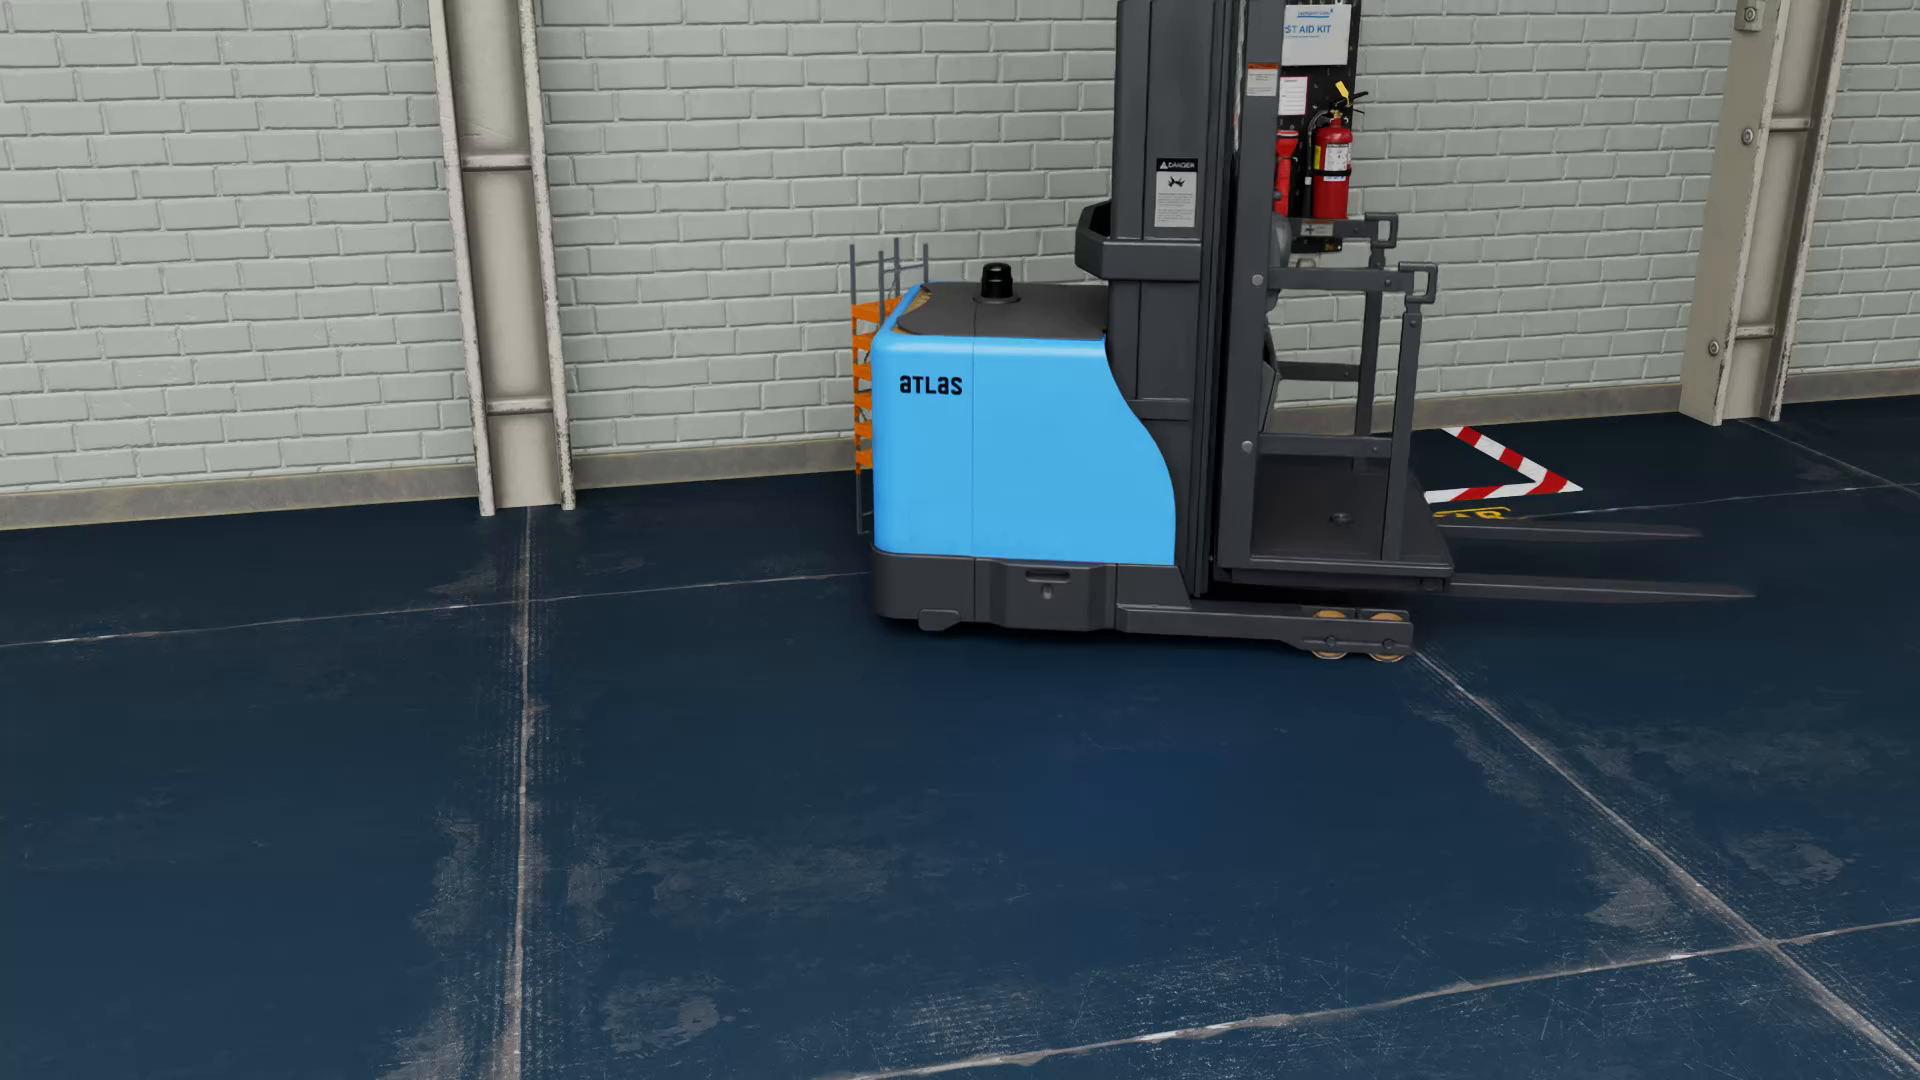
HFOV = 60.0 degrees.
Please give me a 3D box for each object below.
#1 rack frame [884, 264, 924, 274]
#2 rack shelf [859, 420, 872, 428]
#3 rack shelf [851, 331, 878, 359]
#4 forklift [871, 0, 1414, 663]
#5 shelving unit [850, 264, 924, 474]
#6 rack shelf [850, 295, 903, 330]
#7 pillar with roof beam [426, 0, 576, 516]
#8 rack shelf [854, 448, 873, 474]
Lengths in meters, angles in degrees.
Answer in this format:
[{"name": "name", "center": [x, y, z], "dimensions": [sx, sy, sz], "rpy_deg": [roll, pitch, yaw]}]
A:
[{"name": "rack frame", "center": [-0.216, -0.564, 6.606], "dimensions": [0.228, 1.046, 0.002], "rpy_deg": [-17, 26, -37]}, {"name": "rack shelf", "center": [-0.274, -0.459, 6.719], "dimensions": [0.221, 0.034, 0.171], "rpy_deg": [-17, 26, -37]}, {"name": "rack shelf", "center": [-0.275, -0.771, 6.604], "dimensions": [0.258, 0.103, 0.180], "rpy_deg": [-17, 26, -37]}, {"name": "forklift", "center": [1.240, -1.152, 5.698], "dimensions": [3.031, 2.935, 1.130], "rpy_deg": [2, 20, 7]}, {"name": "shelving unit", "center": [-0.273, -0.587, 6.671], "dimensions": [0.258, 1.046, 0.183], "rpy_deg": [-17, 26, -37]}, {"name": "rack shelf", "center": [-0.276, -0.884, 6.563], "dimensions": [0.258, 0.103, 0.180], "rpy_deg": [-17, 26, -37]}, {"name": "pillar with roof beam", "center": [-0.896, -2.954, 1.795], "dimensions": [0.400, 9.000, 9.100], "rpy_deg": [-5, 21, -12]}, {"name": "rack shelf", "center": [-0.273, -0.321, 6.770], "dimensions": [0.258, 0.103, 0.180], "rpy_deg": [-17, 26, -37]}]
